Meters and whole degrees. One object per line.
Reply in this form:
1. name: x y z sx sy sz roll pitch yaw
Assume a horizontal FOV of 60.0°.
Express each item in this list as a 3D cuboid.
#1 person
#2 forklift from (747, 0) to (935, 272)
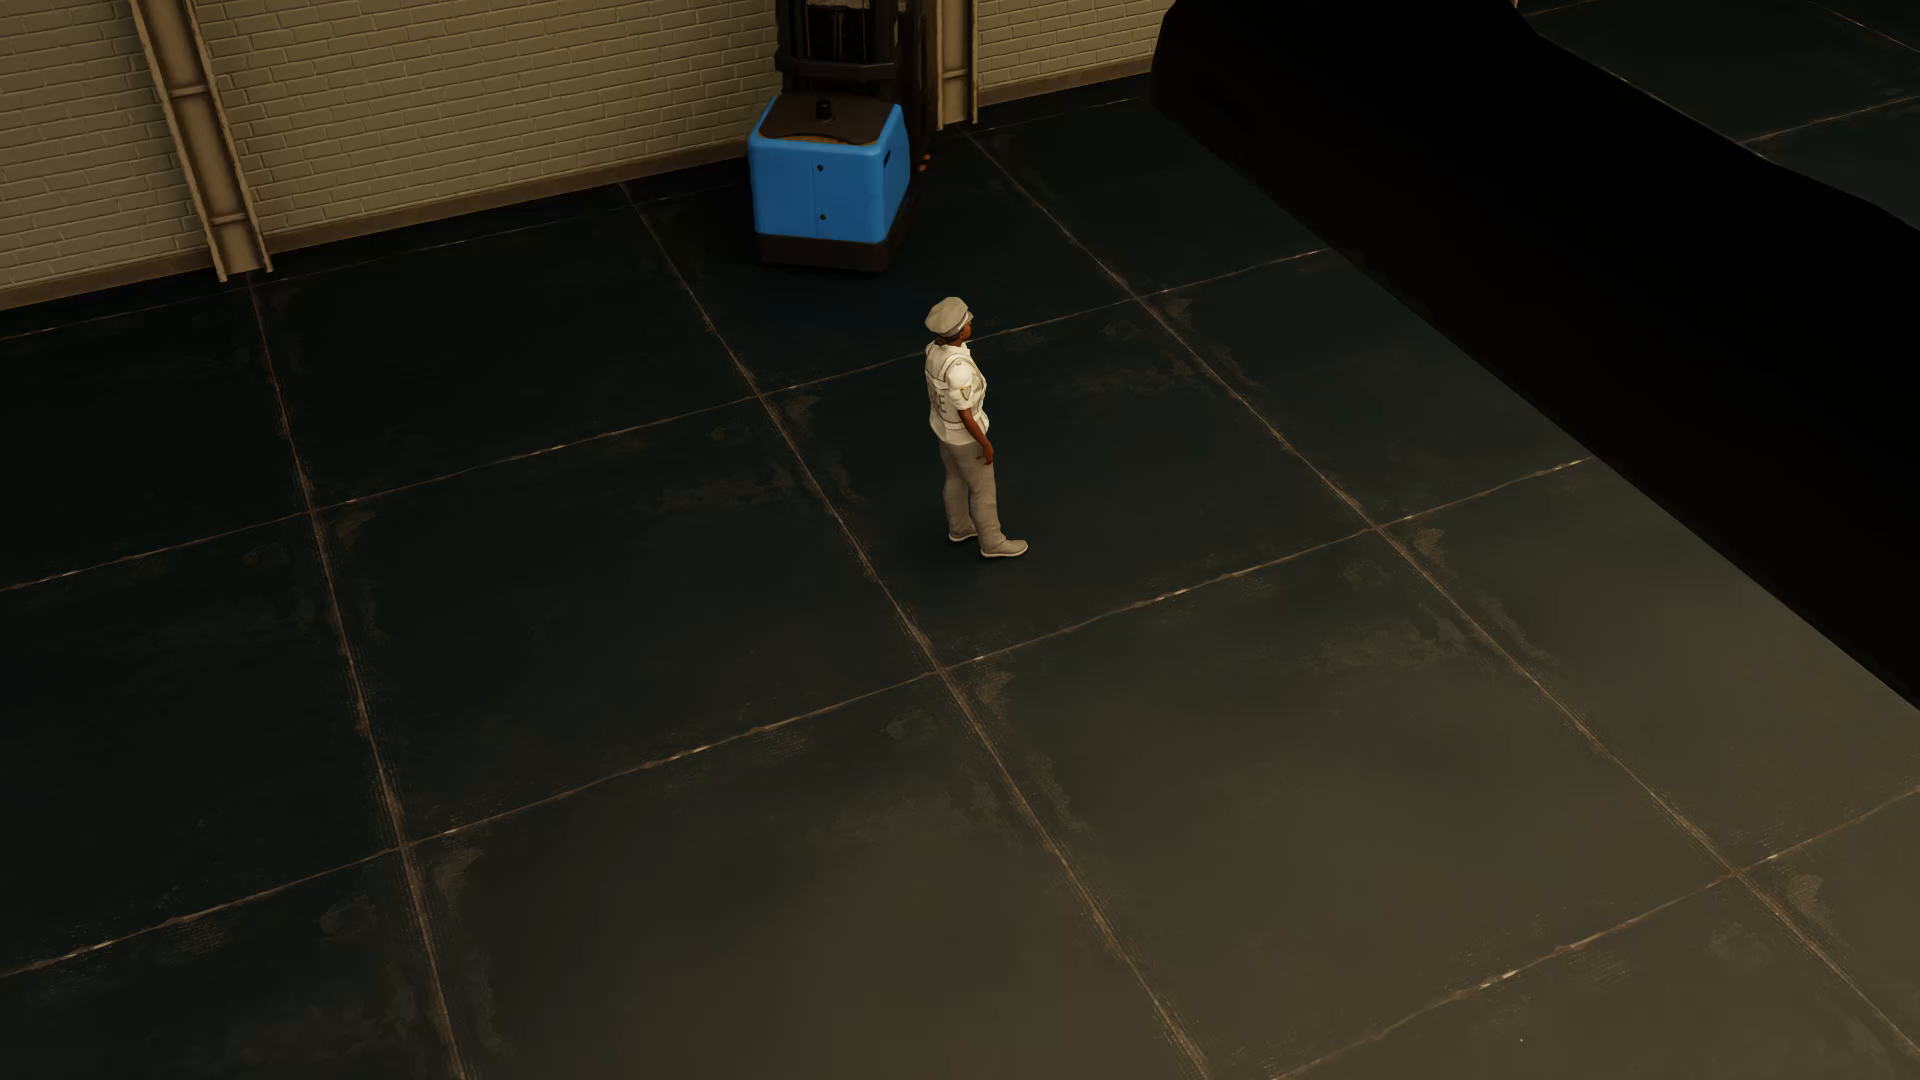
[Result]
1. person: 0.076 -0.665 9.767 0.530 1.694 0.569 -17 43 -19
2. forklift: -0.820 -4.108 12.938 1.130 2.935 3.031 6 40 8
